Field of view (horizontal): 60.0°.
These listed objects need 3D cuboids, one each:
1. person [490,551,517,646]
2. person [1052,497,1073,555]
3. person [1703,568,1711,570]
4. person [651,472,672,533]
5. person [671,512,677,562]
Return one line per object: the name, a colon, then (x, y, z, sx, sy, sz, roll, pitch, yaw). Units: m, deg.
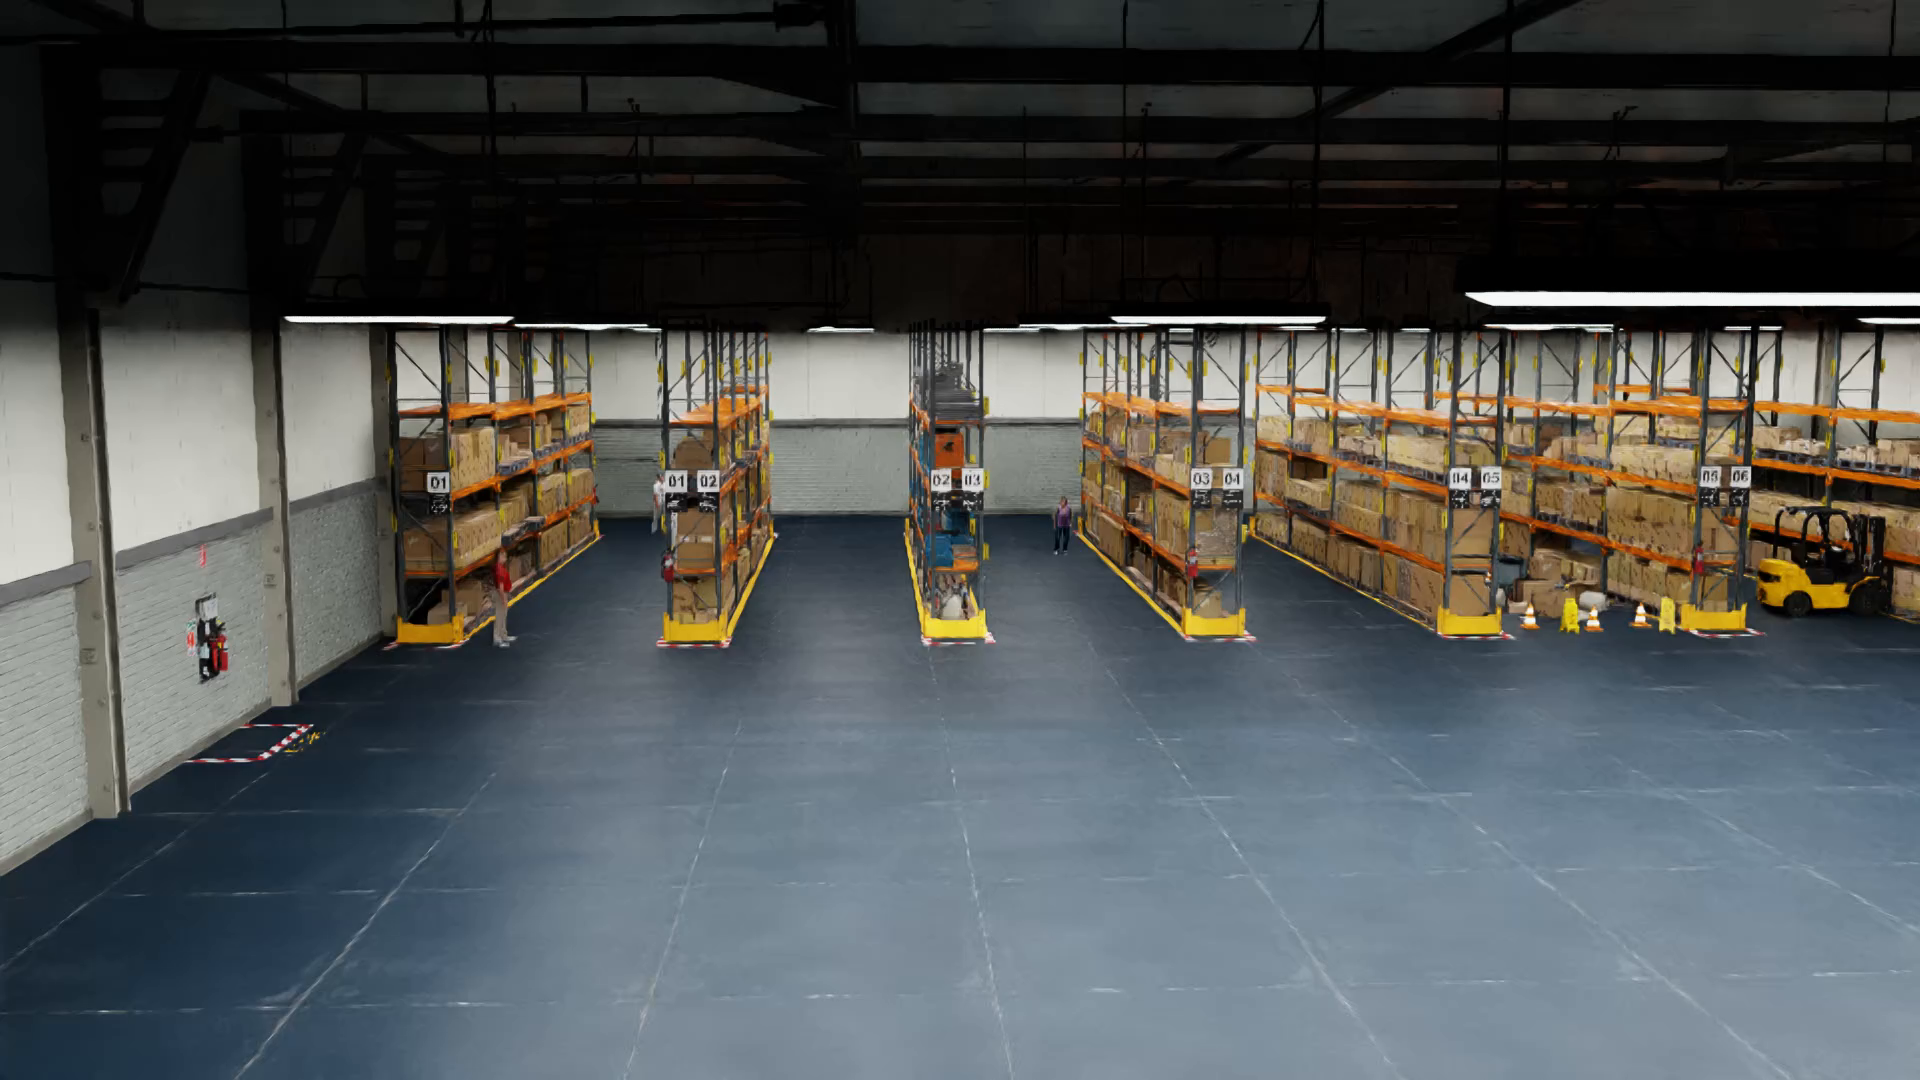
person: (-8.436, 1.060, 30.737, 0.476, 1.738, 0.624, -3, 8, -21)
person: (2.662, -0.353, 43.226, 0.566, 1.508, 0.519, -1, 7, -5)
person: (17.039, 0.161, 38.264, 0.539, 1.665, 0.573, 3, 8, 25)
person: (-8.605, -1.098, 48.076, 0.551, 1.757, 0.748, 4, 8, 30)
person: (-7.071, -0.271, 42.093, 0.481, 1.583, 1.093, -1, 7, -5)
